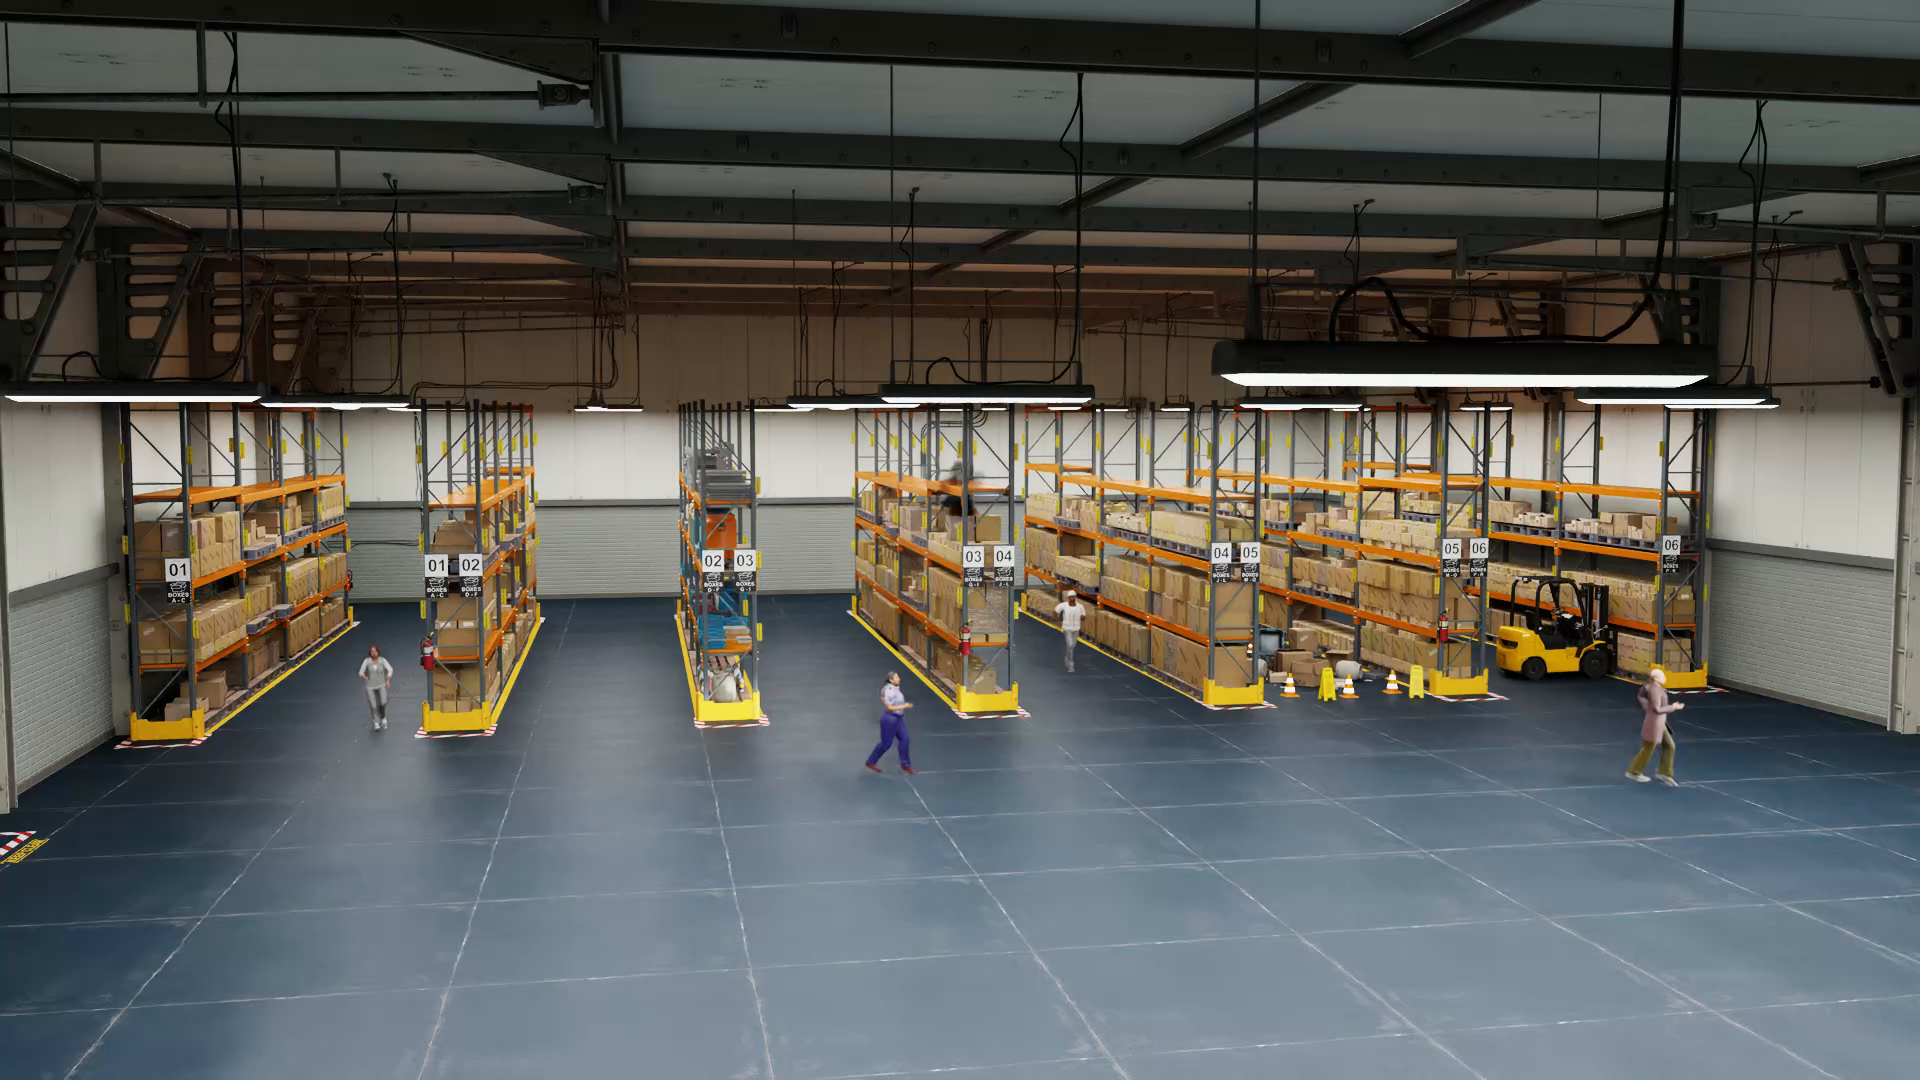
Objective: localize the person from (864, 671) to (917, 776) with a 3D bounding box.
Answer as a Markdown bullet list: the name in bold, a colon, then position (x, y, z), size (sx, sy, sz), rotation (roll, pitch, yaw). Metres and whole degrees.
- **person**: position (-1.107, 2.916, 26.363), size (0.816, 1.704, 0.593), rotation (1, 4, 11)

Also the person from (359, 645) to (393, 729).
- **person**: position (-10.544, 2.670, 30.020), size (0.576, 1.542, 0.613), rotation (-1, 5, -18)

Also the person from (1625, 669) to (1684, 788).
- **person**: position (10.701, 2.898, 25.611), size (0.818, 1.834, 0.698), rotation (2, 5, 26)

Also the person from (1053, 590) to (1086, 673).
- **person**: position (2.489, 2.034, 37.208), size (0.679, 1.828, 0.816), rotation (-2, 5, -19)
